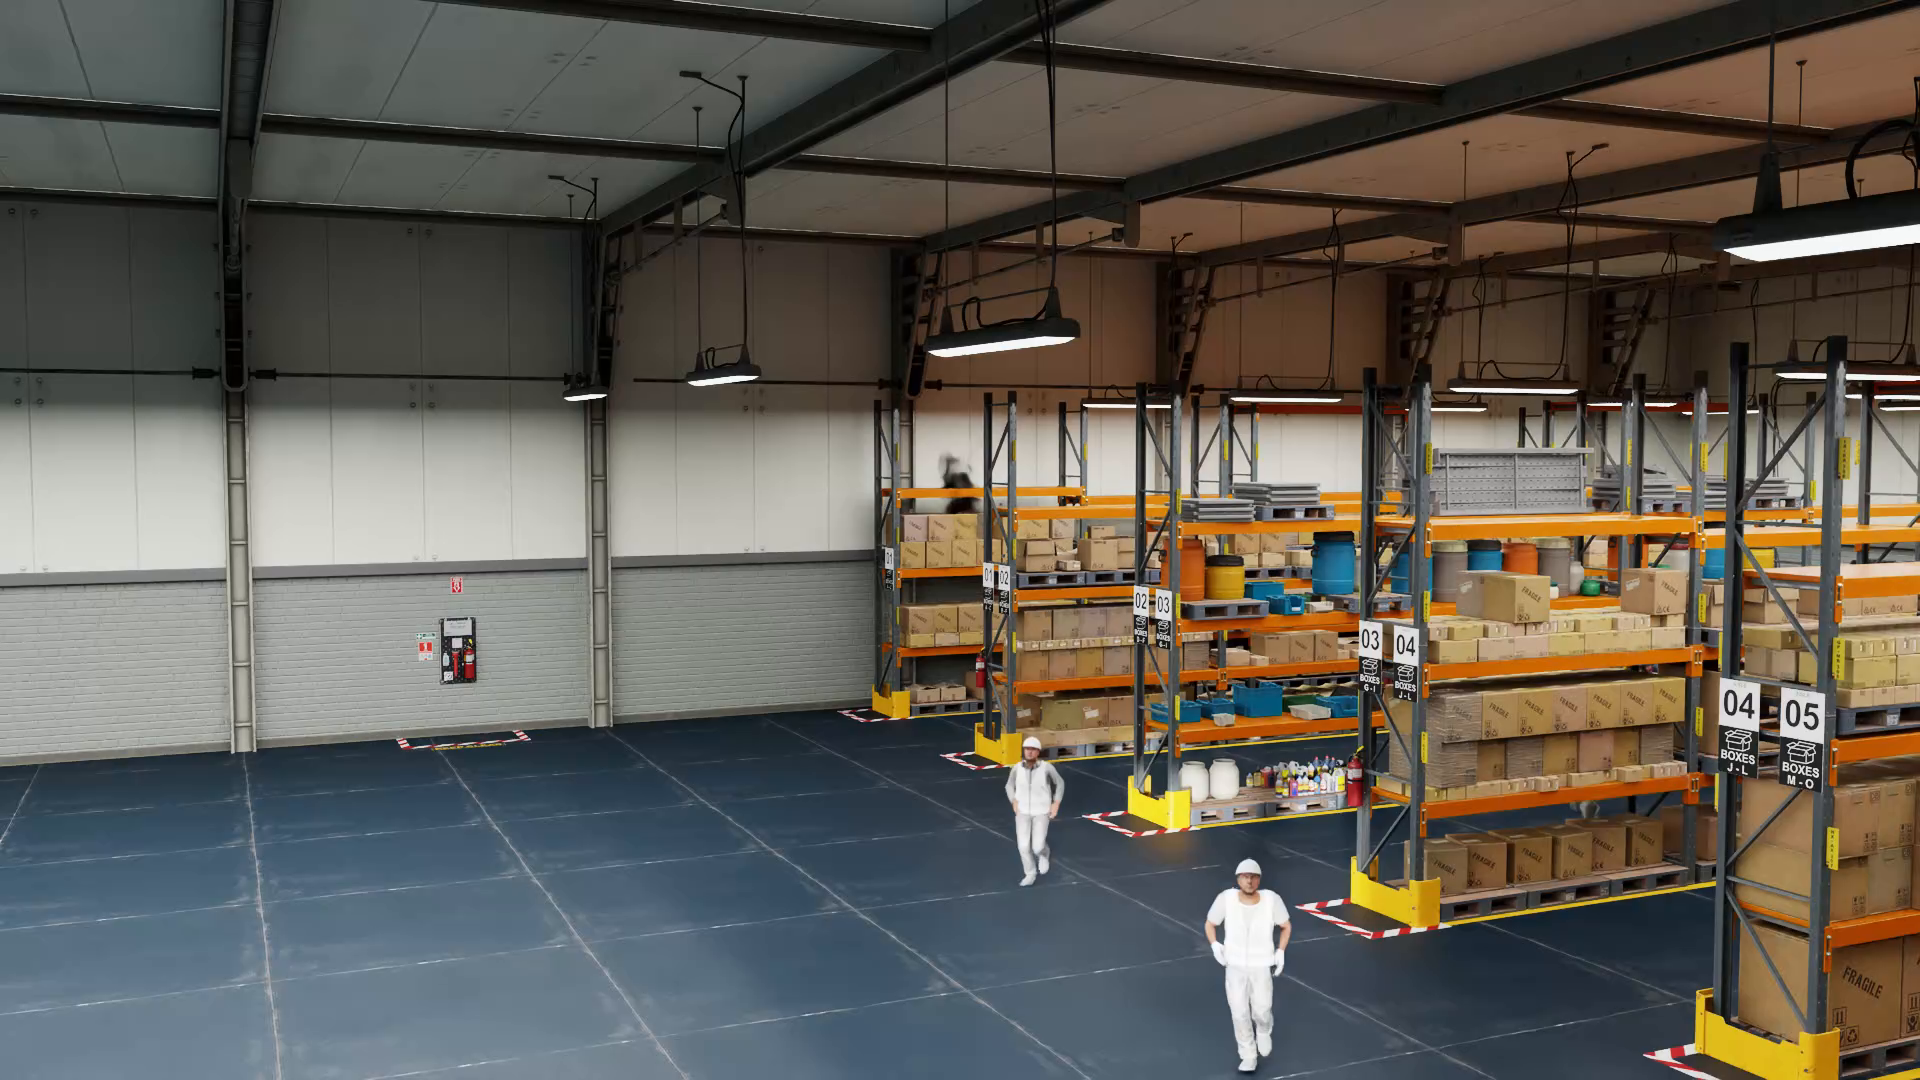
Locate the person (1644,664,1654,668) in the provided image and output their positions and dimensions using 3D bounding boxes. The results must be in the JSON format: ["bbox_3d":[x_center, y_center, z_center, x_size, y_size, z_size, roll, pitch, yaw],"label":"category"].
[{"bbox_3d":[12.787,2.598,30.468,0.702,1.634,0.513,-2,4,-28],"label":"person"}]

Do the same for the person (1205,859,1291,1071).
[{"bbox_3d":[2.364,3.498,13.721,0.699,1.748,0.578,1,3,13],"label":"person"}]

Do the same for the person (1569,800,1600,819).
[{"bbox_3d":[8.216,3.098,21.680,0.568,1.623,0.567,-2,4,-32],"label":"person"}]

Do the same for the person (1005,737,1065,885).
[{"bbox_3d":[0.865,3.168,19.492,0.692,1.731,0.599,1,3,12],"label":"person"}]
